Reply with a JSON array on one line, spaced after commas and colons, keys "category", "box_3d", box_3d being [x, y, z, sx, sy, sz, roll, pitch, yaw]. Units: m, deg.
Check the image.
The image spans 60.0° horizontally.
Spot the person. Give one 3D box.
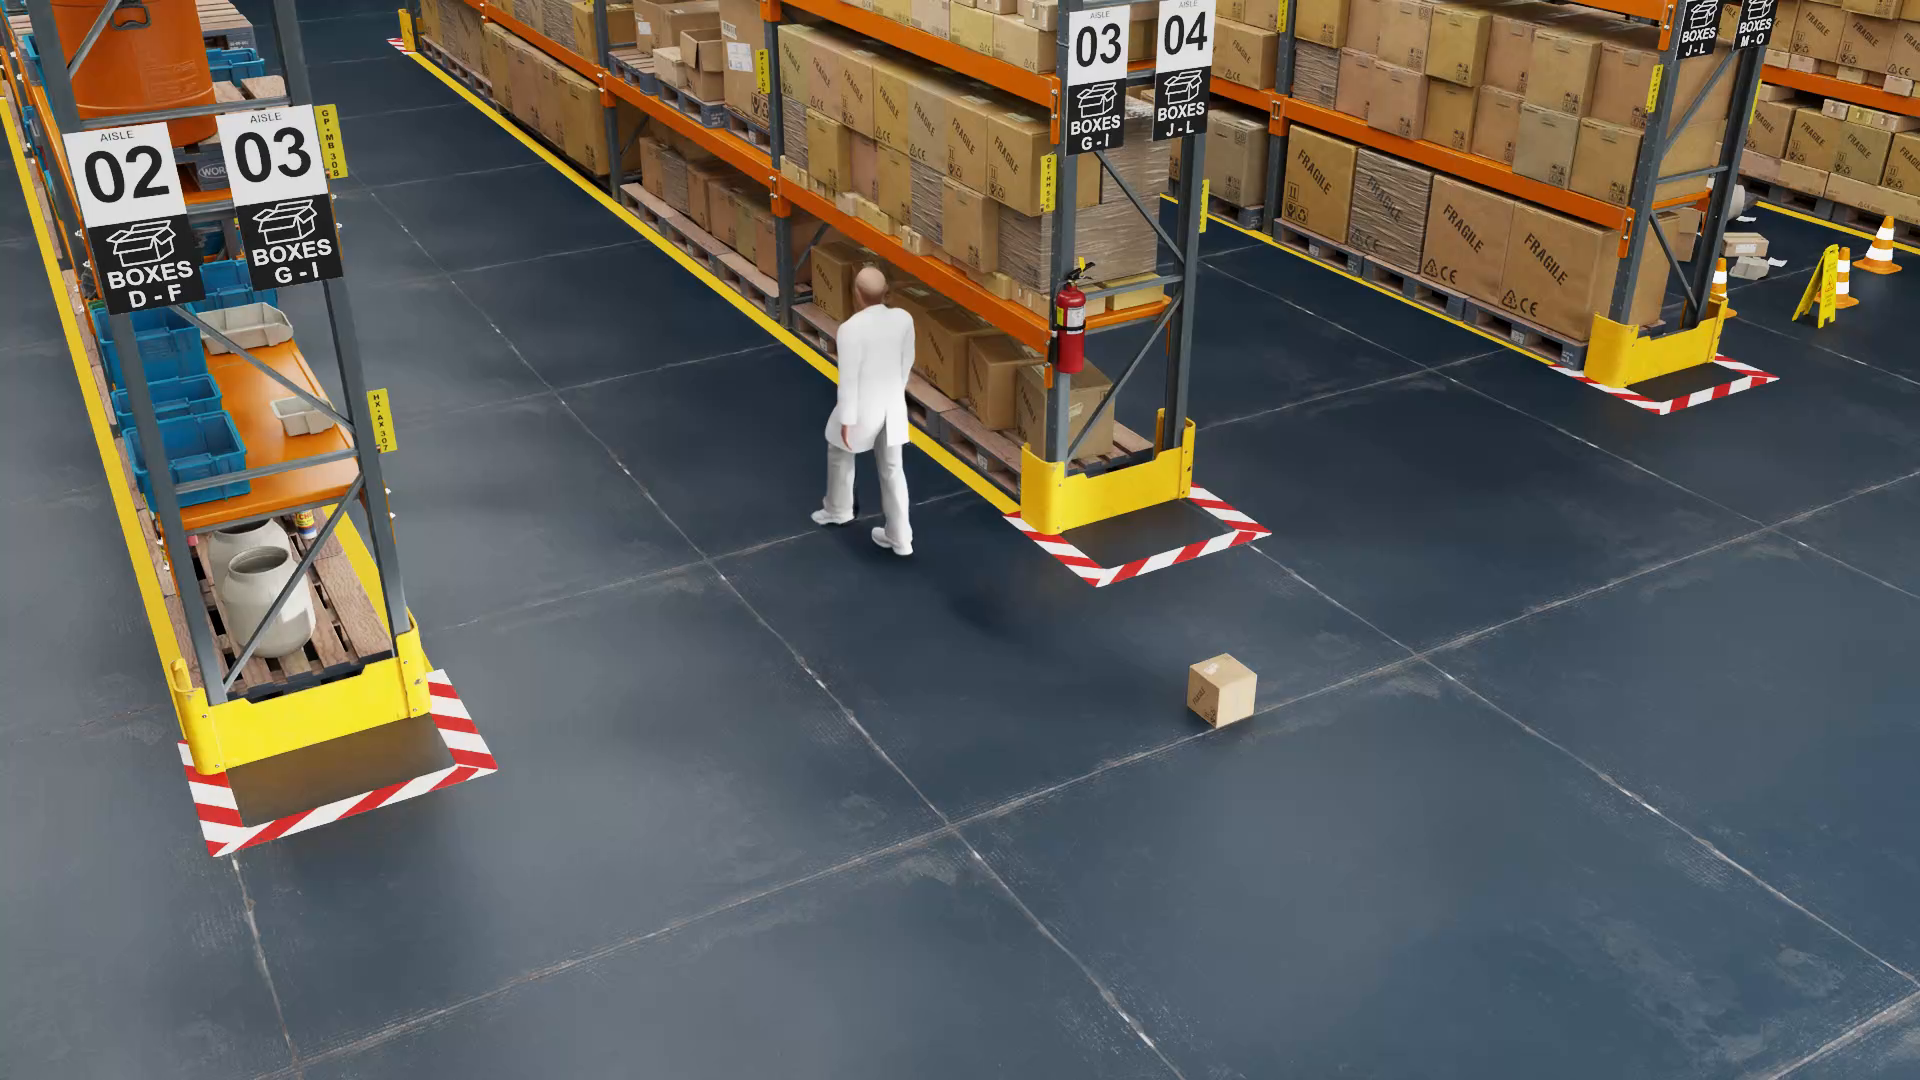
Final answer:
[{"category": "person", "box_3d": [-0.558, -0.802, 10.071, 0.620, 1.806, 0.902, -18, 33, -29]}]
